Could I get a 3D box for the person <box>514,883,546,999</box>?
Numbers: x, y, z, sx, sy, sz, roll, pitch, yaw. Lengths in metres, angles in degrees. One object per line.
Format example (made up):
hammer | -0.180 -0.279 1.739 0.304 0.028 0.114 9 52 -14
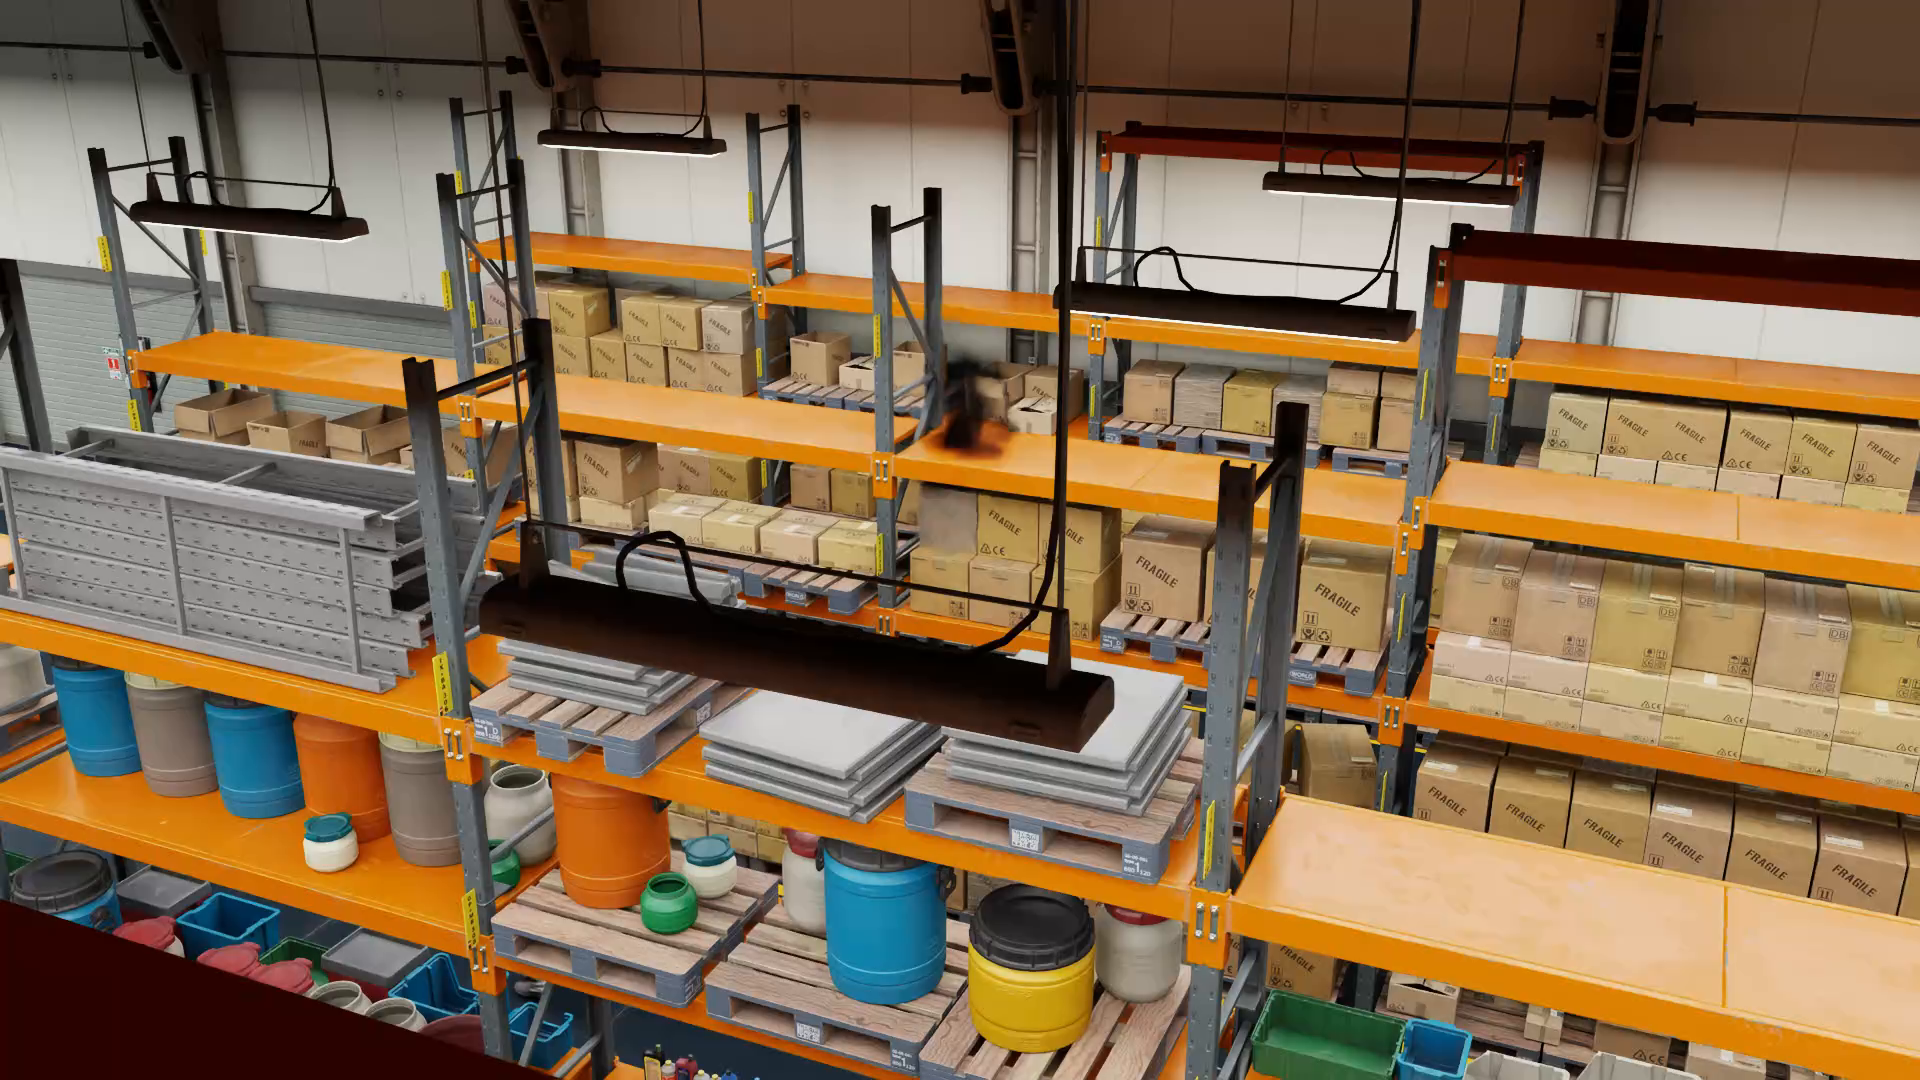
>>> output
person | -3.480 2.739 12.861 0.584 1.742 0.643 6 21 15
